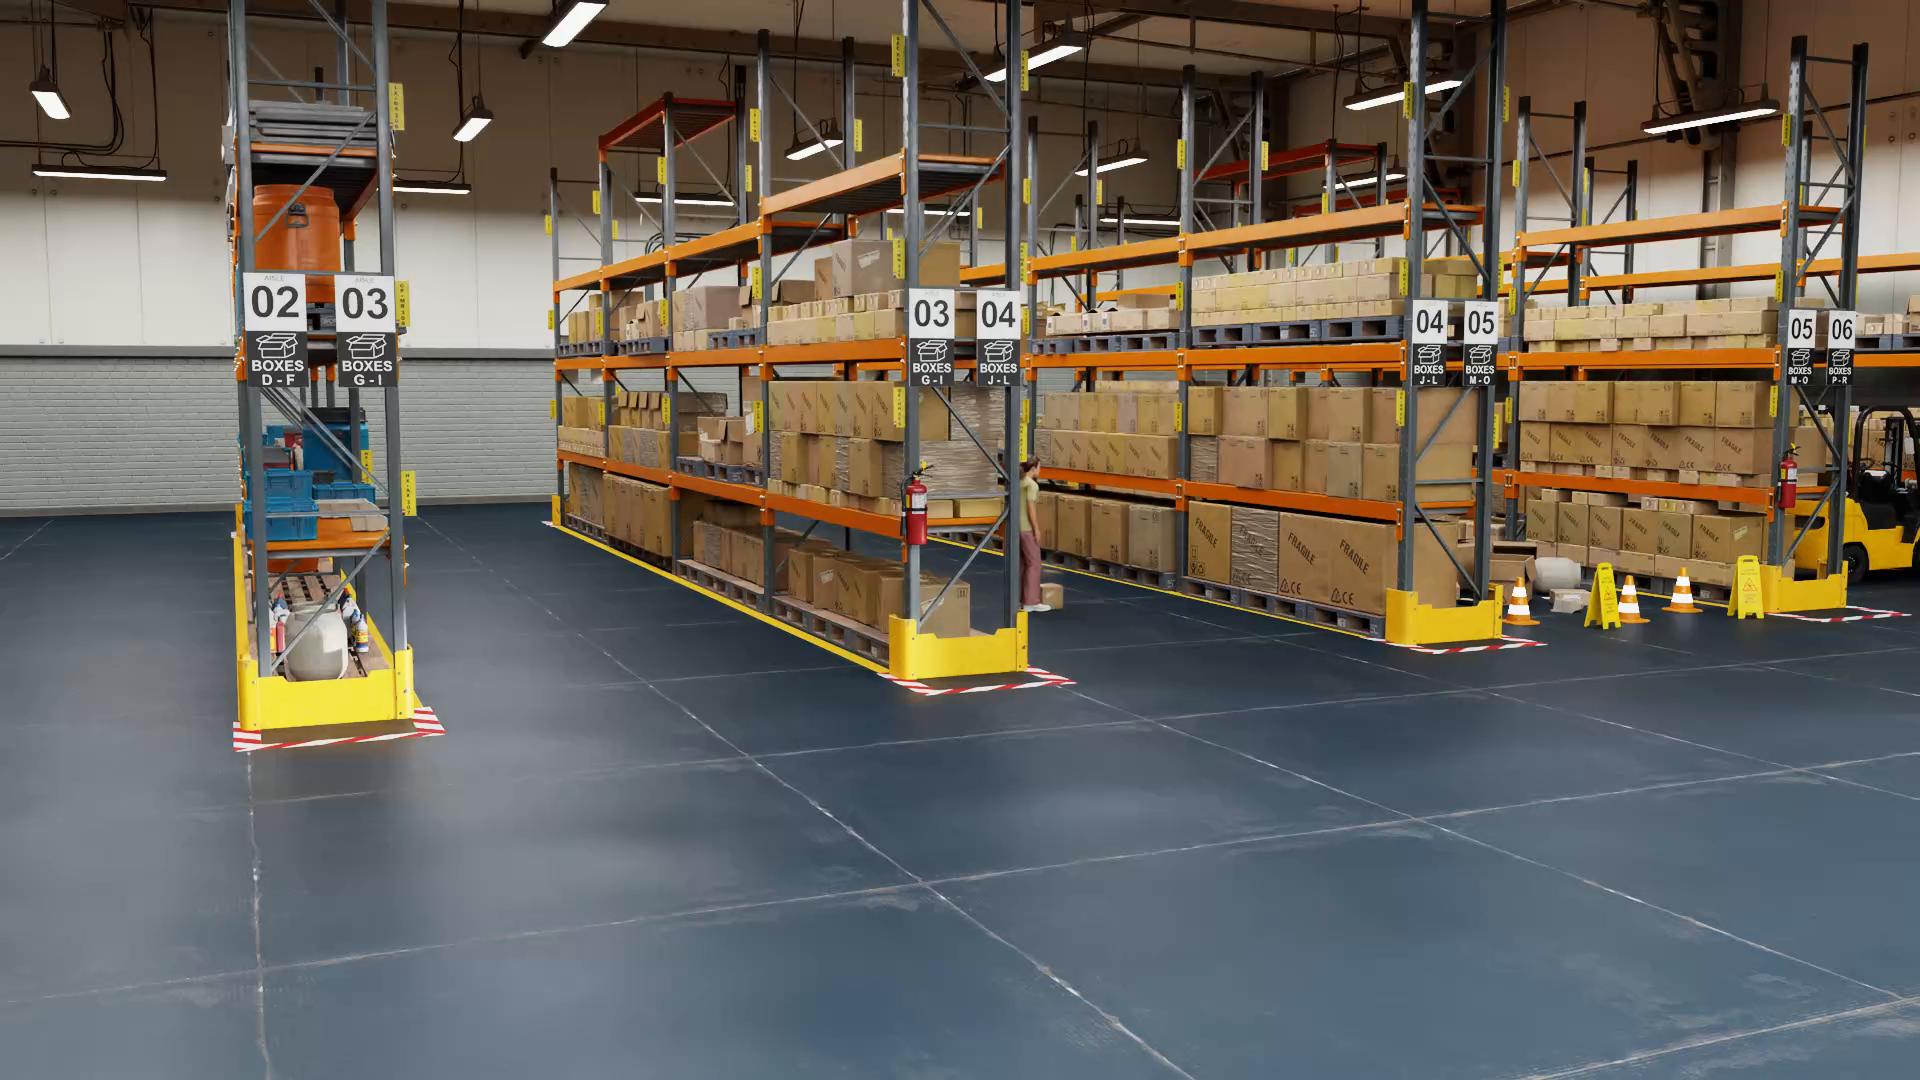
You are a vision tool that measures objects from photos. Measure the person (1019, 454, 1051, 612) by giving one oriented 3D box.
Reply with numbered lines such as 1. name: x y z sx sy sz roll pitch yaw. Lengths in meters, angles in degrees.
1. person: 0.724 -0.084 17.846 0.359 1.672 0.521 -3 6 -27
